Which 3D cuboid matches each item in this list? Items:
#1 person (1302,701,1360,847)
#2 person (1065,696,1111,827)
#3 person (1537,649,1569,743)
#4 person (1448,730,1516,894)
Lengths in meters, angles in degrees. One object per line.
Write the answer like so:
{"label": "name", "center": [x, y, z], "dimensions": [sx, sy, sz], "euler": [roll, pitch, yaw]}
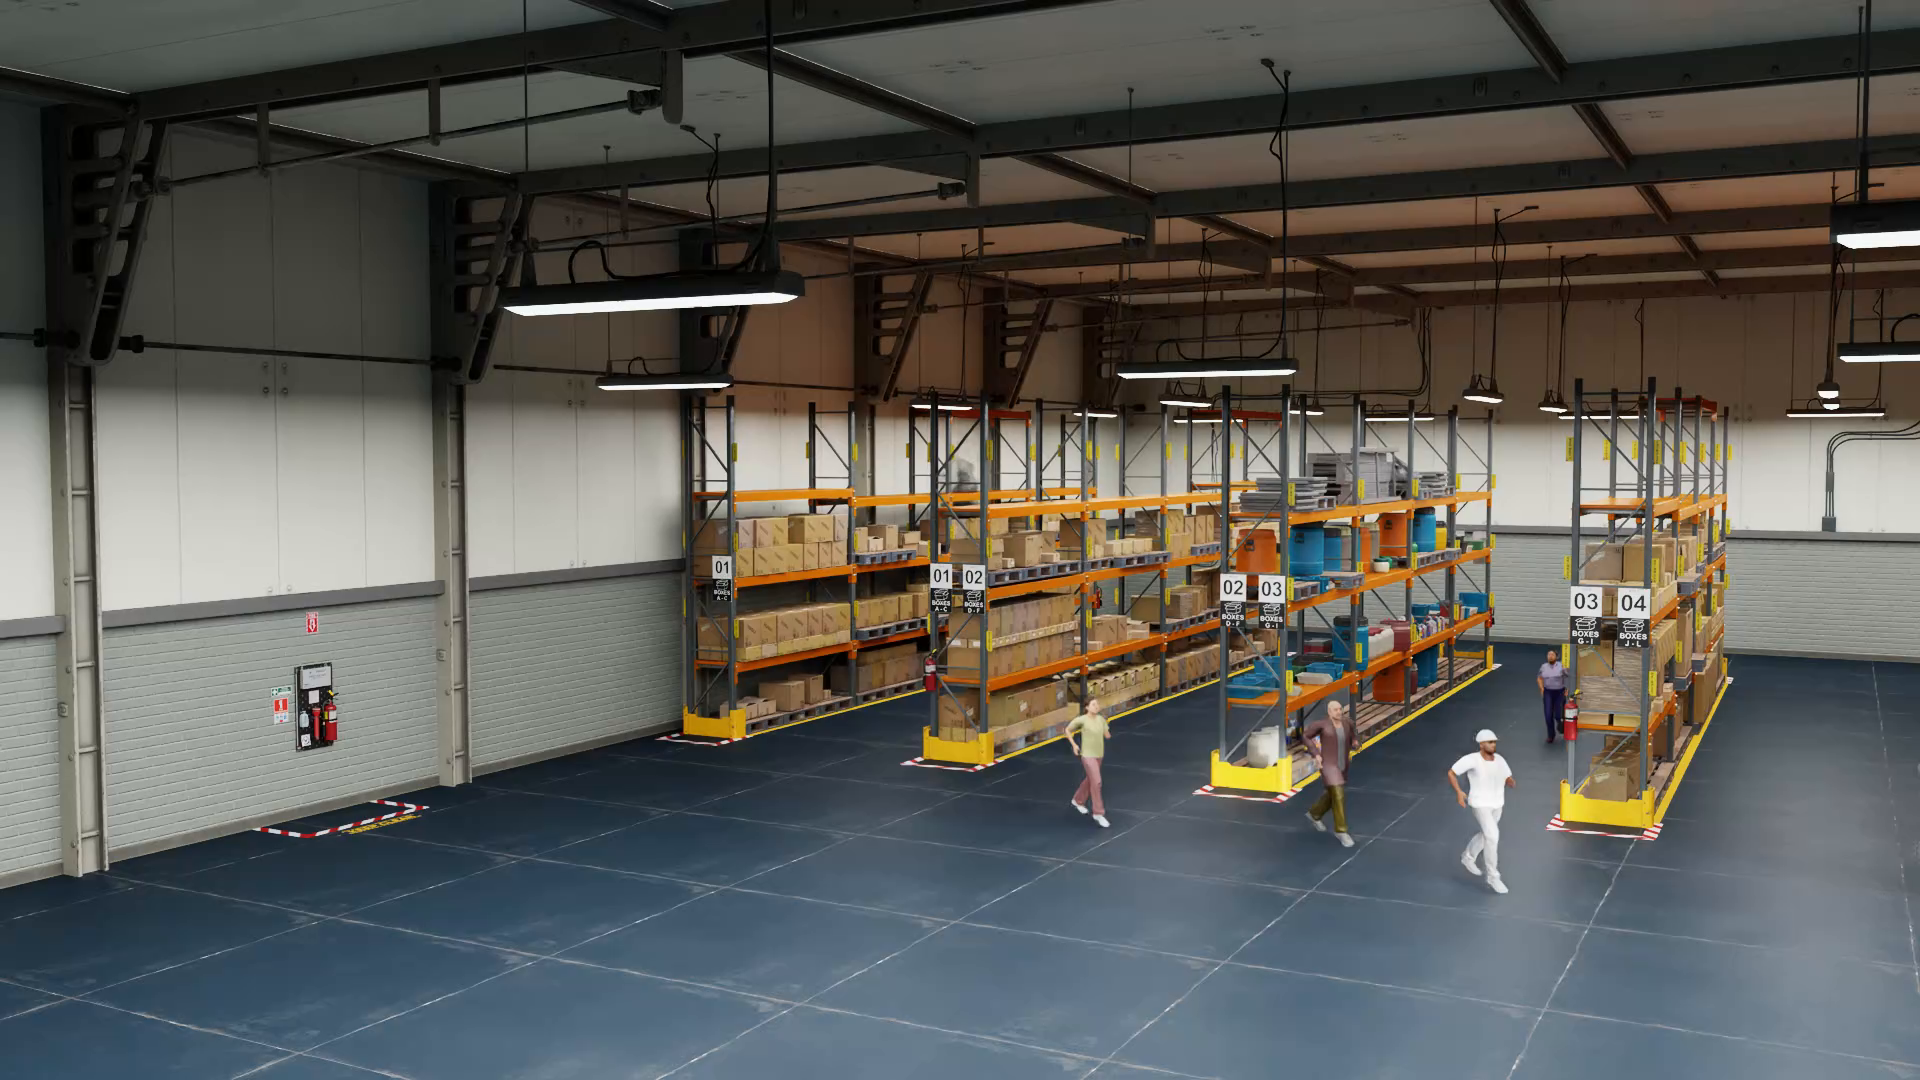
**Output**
{"label": "person", "center": [4.840, 2.975, 21.519], "dimensions": [0.679, 1.816, 0.975], "euler": [-2, 3, -28]}
{"label": "person", "center": [1.784, 2.965, 22.556], "dimensions": [0.560, 1.698, 0.872], "euler": [-2, 4, -38]}
{"label": "person", "center": [10.298, 2.695, 28.787], "dimensions": [0.615, 1.617, 0.604], "euler": [2, 4, 33]}
{"label": "person", "center": [6.080, 3.090, 19.216], "dimensions": [0.686, 1.800, 0.876], "euler": [-2, 3, -27]}
